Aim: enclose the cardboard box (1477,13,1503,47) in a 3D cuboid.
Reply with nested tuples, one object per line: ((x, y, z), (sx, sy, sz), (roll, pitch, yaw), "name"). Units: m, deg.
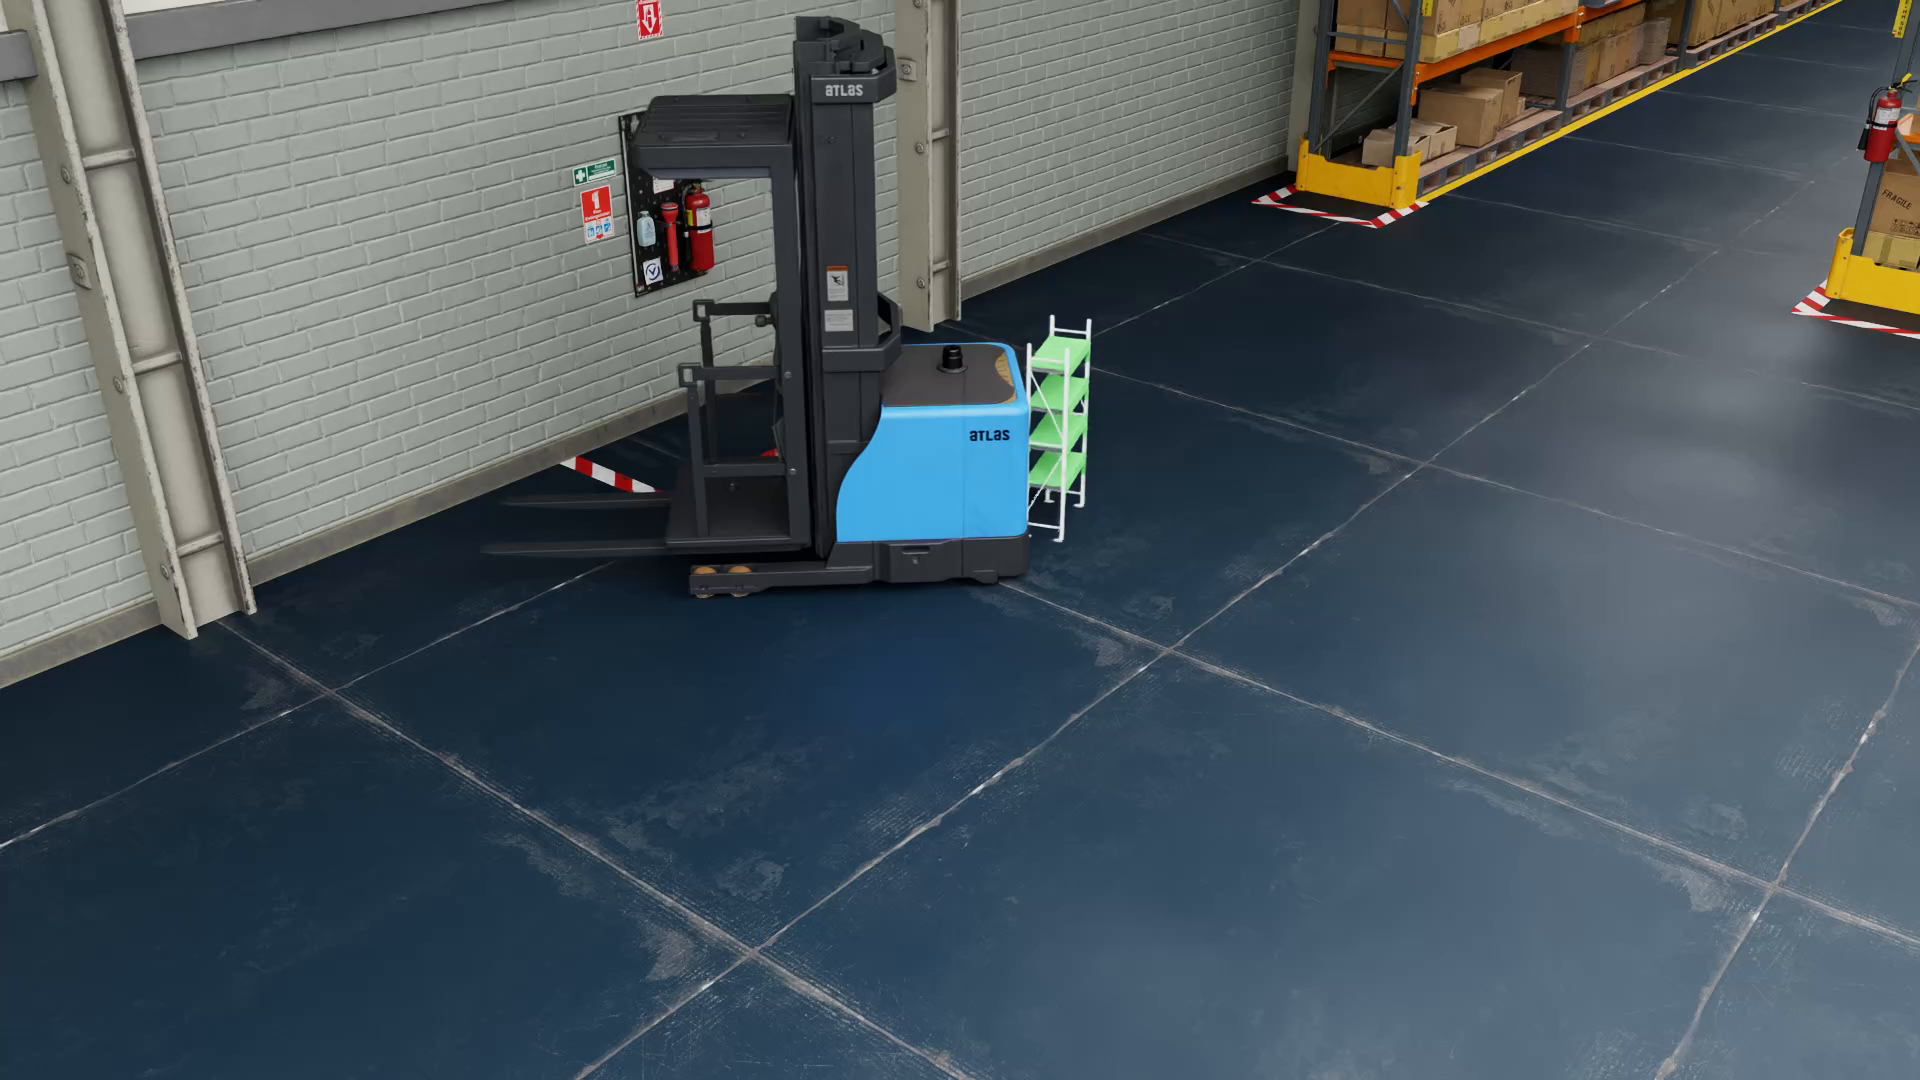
((5.012, -5.066, 16.419), (0.500, 0.250, 0.500), (20, 34, 34), "cardboard box")

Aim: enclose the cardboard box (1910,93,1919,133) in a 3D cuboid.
((7.940, -3.436, 13.018), (0.700, 0.500, 0.500), (21, 34, 34), "cardboard box")

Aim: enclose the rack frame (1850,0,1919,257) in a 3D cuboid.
((7.633, -3.230, 12.728), (1.000, 3.000, 0.127), (21, 34, 34), "rack frame")

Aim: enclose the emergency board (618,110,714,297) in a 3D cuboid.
((-1.831, -2.185, 10.709), (0.194, 1.169, 0.643), (21, 34, 34), "emergency board")

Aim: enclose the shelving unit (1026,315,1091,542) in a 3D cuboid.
((0.565, -0.649, 9.699), (0.258, 1.200, 0.503), (8, 29, 16), "shelving unit")

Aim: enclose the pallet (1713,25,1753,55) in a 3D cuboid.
((10.233, -6.962, 22.978), (1.003, 0.211, 1.213), (21, 34, 34), "pallet")

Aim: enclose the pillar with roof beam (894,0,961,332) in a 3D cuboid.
((3.092, -4.456, 8.570), (9.100, 9.000, 0.400), (21, 34, 34), "pillar with roof beam")

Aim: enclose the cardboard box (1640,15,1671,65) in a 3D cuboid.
((8.479, -6.327, 20.958), (0.700, 0.500, 0.500), (21, 34, 35), "cardboard box")

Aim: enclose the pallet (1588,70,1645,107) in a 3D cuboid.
((7.623, -5.567, 20.281), (1.003, 0.211, 1.213), (21, 34, 34), "pallet")

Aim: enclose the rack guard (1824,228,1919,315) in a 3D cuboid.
((7.618, -2.111, 13.286), (1.175, 0.500, 0.348), (21, 34, 34), "rack guard")

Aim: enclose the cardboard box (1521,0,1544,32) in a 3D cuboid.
((5.654, -5.423, 17.110), (0.500, 0.250, 0.500), (21, 34, 34), "cardboard box")

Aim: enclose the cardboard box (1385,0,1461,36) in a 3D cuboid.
((4.344, -5.033, 15.539), (0.500, 0.500, 0.500), (21, 34, 34), "cardboard box")

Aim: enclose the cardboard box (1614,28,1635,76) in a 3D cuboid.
((7.768, -5.994, 20.314), (0.700, 0.500, 0.500), (21, 34, 34), "cardboard box")

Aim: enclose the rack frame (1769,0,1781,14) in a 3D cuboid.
((11.441, -8.931, 23.749), (1.000, 3.000, 0.127), (21, 34, 34), "rack frame")

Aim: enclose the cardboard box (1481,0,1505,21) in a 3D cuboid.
((5.000, -5.387, 16.223), (0.500, 0.500, 0.500), (19, 33, 33), "cardboard box")

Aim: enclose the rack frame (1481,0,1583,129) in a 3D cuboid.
((6.353, -6.094, 18.266), (1.000, 3.000, 0.127), (21, 34, 34), "rack frame")

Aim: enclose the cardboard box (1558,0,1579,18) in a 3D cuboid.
((6.285, -5.780, 17.800), (0.500, 0.250, 0.500), (21, 34, 35), "cardboard box")

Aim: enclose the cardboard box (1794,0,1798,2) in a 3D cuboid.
((12.318, -8.419, 25.024), (0.700, 0.500, 0.500), (20, 34, 34), "cardboard box")

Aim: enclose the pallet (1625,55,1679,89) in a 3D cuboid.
((8.399, -5.997, 21.113), (1.003, 0.211, 1.213), (21, 34, 34), "pallet")

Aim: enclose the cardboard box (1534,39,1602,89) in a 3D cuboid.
((7.098, -5.643, 19.635), (0.700, 0.500, 0.500), (20, 33, 33), "cardboard box")

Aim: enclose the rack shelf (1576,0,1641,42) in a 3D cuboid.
((7.625, -6.484, 19.802), (1.077, 0.370, 4.000), (21, 34, 34), "rack shelf")

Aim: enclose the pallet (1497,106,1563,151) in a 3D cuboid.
((5.953, -4.607, 18.426), (1.003, 0.211, 1.213), (21, 34, 34), "pallet")

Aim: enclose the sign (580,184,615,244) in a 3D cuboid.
((-2.263, -2.035, 10.380), (0.001, 0.329, 0.234), (21, 34, 34), "sign")

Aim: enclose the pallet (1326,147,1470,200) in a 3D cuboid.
((4.401, -3.742, 16.754), (1.003, 0.211, 1.213), (21, 34, 34), "pallet")

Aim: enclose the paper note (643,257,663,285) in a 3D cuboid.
((-1.997, -1.751, 10.829), (0.016, 0.148, 0.142), (21, 34, 34), "paper note")

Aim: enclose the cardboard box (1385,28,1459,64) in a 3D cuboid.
((4.364, -4.699, 15.709), (0.500, 0.250, 0.500), (20, 33, 33), "cardboard box")

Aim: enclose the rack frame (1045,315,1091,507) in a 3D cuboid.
((0.641, -0.756, 9.906), (0.240, 1.200, 0.015), (8, 29, 16), "rack frame")

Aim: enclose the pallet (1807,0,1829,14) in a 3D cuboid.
((12.761, -8.373, 25.706), (1.003, 0.211, 1.213), (21, 34, 34), "pallet")

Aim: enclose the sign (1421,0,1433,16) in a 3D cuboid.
((4.227, -4.902, 15.019), (0.100, 0.325, 0.005), (21, 34, 34), "sign")

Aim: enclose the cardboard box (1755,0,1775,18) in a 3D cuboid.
((11.128, -7.894, 23.627), (0.750, 0.750, 0.750), (21, 34, 35), "cardboard box")

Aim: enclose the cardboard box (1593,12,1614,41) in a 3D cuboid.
((7.414, -6.121, 19.743), (0.500, 0.250, 0.500), (20, 33, 33), "cardboard box")

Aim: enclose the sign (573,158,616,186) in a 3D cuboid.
((-2.253, -2.269, 10.256), (0.001, 0.109, 0.331), (21, 34, 34), "sign")

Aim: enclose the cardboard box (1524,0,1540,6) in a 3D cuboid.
((5.649, -5.758, 16.940), (0.500, 0.500, 0.500), (20, 33, 33), "cardboard box")

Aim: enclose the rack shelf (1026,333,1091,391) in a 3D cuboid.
((0.565, -1.019, 9.508), (0.258, 0.148, 0.480), (8, 29, 16), "rack shelf")

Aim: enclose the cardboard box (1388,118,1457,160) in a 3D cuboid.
((4.681, -4.098, 16.855), (0.500, 0.311, 0.500), (24, 36, 38), "cardboard box")

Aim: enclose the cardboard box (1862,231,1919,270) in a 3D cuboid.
((7.747, -2.471, 13.798), (0.500, 0.250, 0.500), (21, 34, 34), "cardboard box")

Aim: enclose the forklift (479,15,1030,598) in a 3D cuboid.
((-1.156, -1.236, 8.949), (3.031, 2.935, 1.130), (-2, 27, -3), "forklift")

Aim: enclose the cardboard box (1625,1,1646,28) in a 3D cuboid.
((8.068, -6.476, 20.430), (0.500, 0.250, 0.500), (21, 34, 35), "cardboard box")

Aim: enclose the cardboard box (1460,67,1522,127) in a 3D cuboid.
((5.724, -4.800, 18.005), (0.500, 0.500, 0.500), (18, 32, 31), "cardboard box")

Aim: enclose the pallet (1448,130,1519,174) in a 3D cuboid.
((5.177, -4.173, 17.586), (1.003, 0.211, 1.213), (21, 34, 34), "pallet")

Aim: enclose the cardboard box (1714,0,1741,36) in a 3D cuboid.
((10.028, -7.275, 22.431), (0.750, 0.750, 0.750), (21, 34, 34), "cardboard box")

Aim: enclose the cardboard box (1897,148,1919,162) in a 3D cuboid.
((8.370, -3.164, 14.321), (0.500, 0.500, 0.500), (21, 34, 34), "cardboard box")

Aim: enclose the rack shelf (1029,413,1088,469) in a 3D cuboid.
((0.565, -0.593, 9.729), (0.258, 0.148, 0.480), (8, 29, 16), "rack shelf")
